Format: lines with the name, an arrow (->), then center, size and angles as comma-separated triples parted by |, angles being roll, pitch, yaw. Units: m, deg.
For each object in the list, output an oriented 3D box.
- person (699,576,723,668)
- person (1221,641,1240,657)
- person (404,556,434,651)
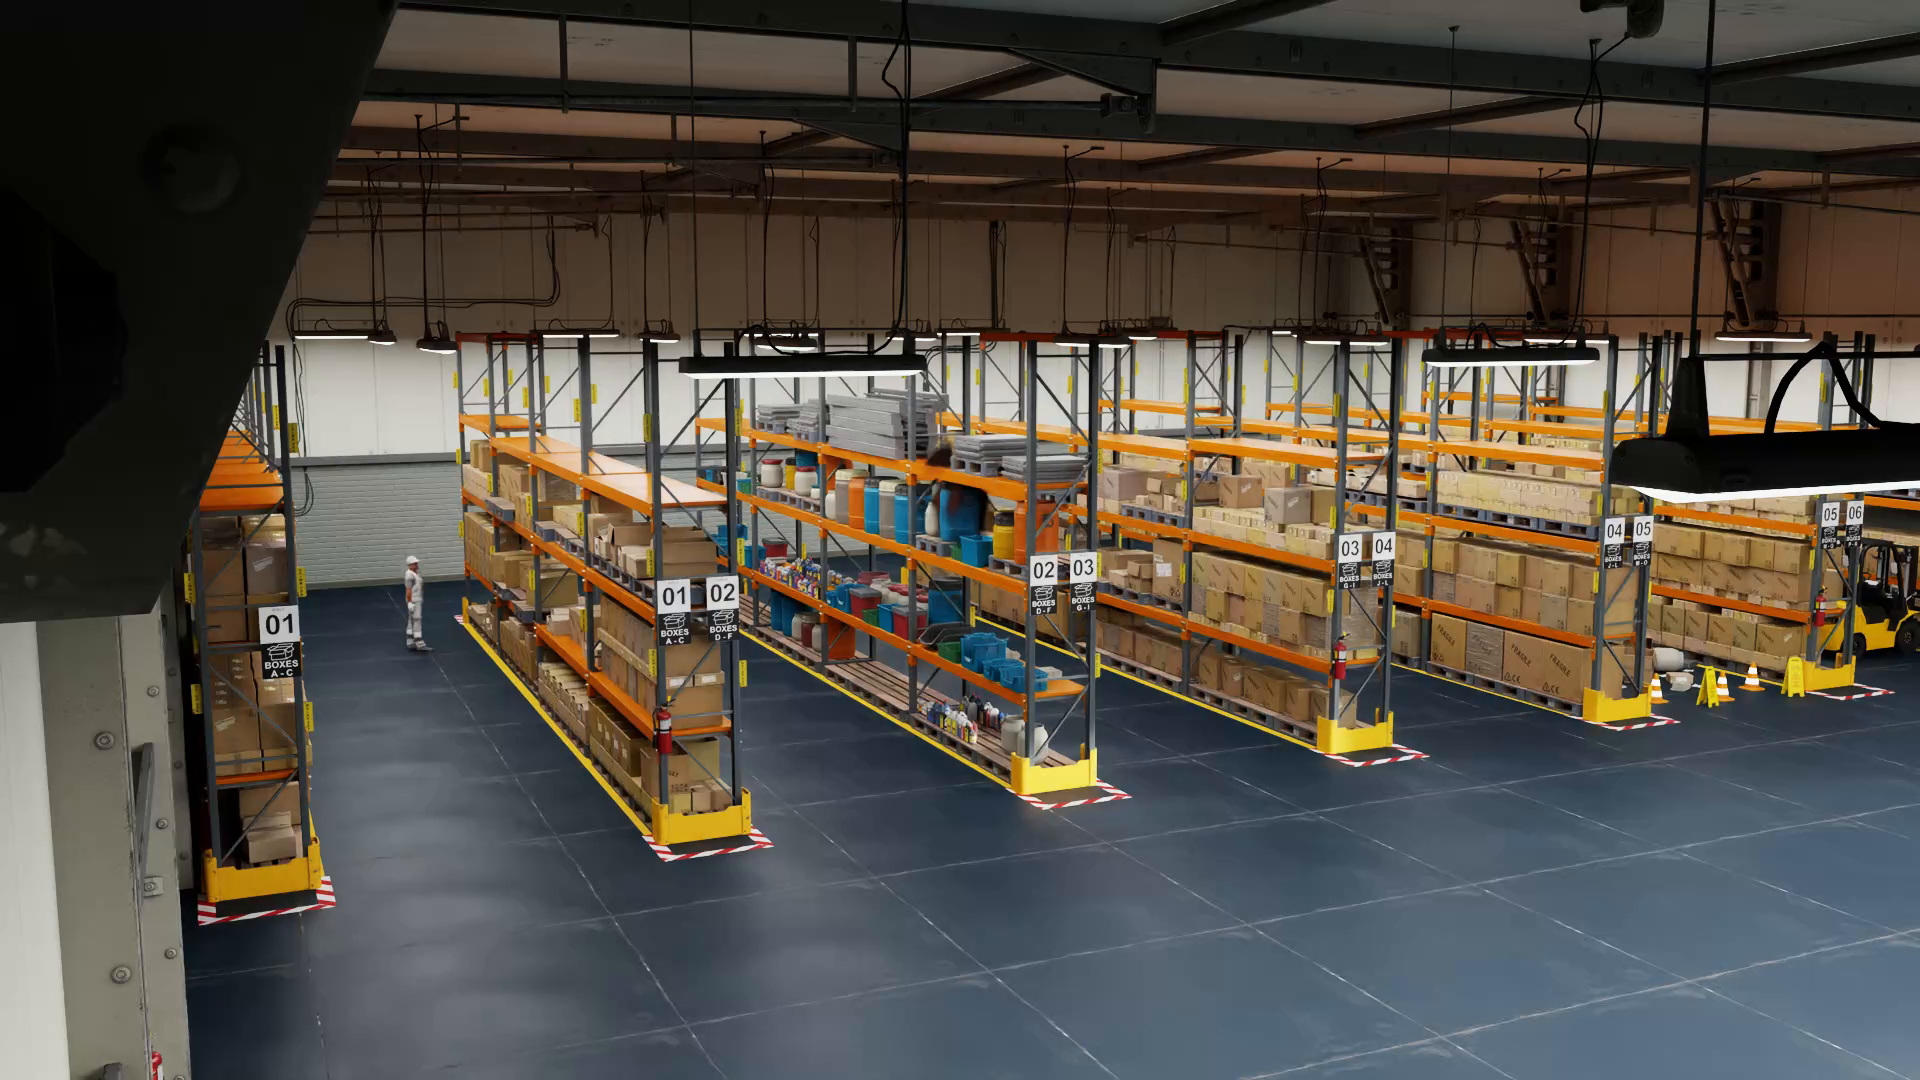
person -> -4.438, 1.443, 30.327 | 0.603, 1.675, 0.948 | -3, 8, -22
person -> 4.905, 1.415, 30.226 | 0.443, 1.731, 0.599 | -3, 8, -21
person -> -10.286, 1.191, 31.587 | 0.508, 1.809, 0.568 | -2, 8, -11
